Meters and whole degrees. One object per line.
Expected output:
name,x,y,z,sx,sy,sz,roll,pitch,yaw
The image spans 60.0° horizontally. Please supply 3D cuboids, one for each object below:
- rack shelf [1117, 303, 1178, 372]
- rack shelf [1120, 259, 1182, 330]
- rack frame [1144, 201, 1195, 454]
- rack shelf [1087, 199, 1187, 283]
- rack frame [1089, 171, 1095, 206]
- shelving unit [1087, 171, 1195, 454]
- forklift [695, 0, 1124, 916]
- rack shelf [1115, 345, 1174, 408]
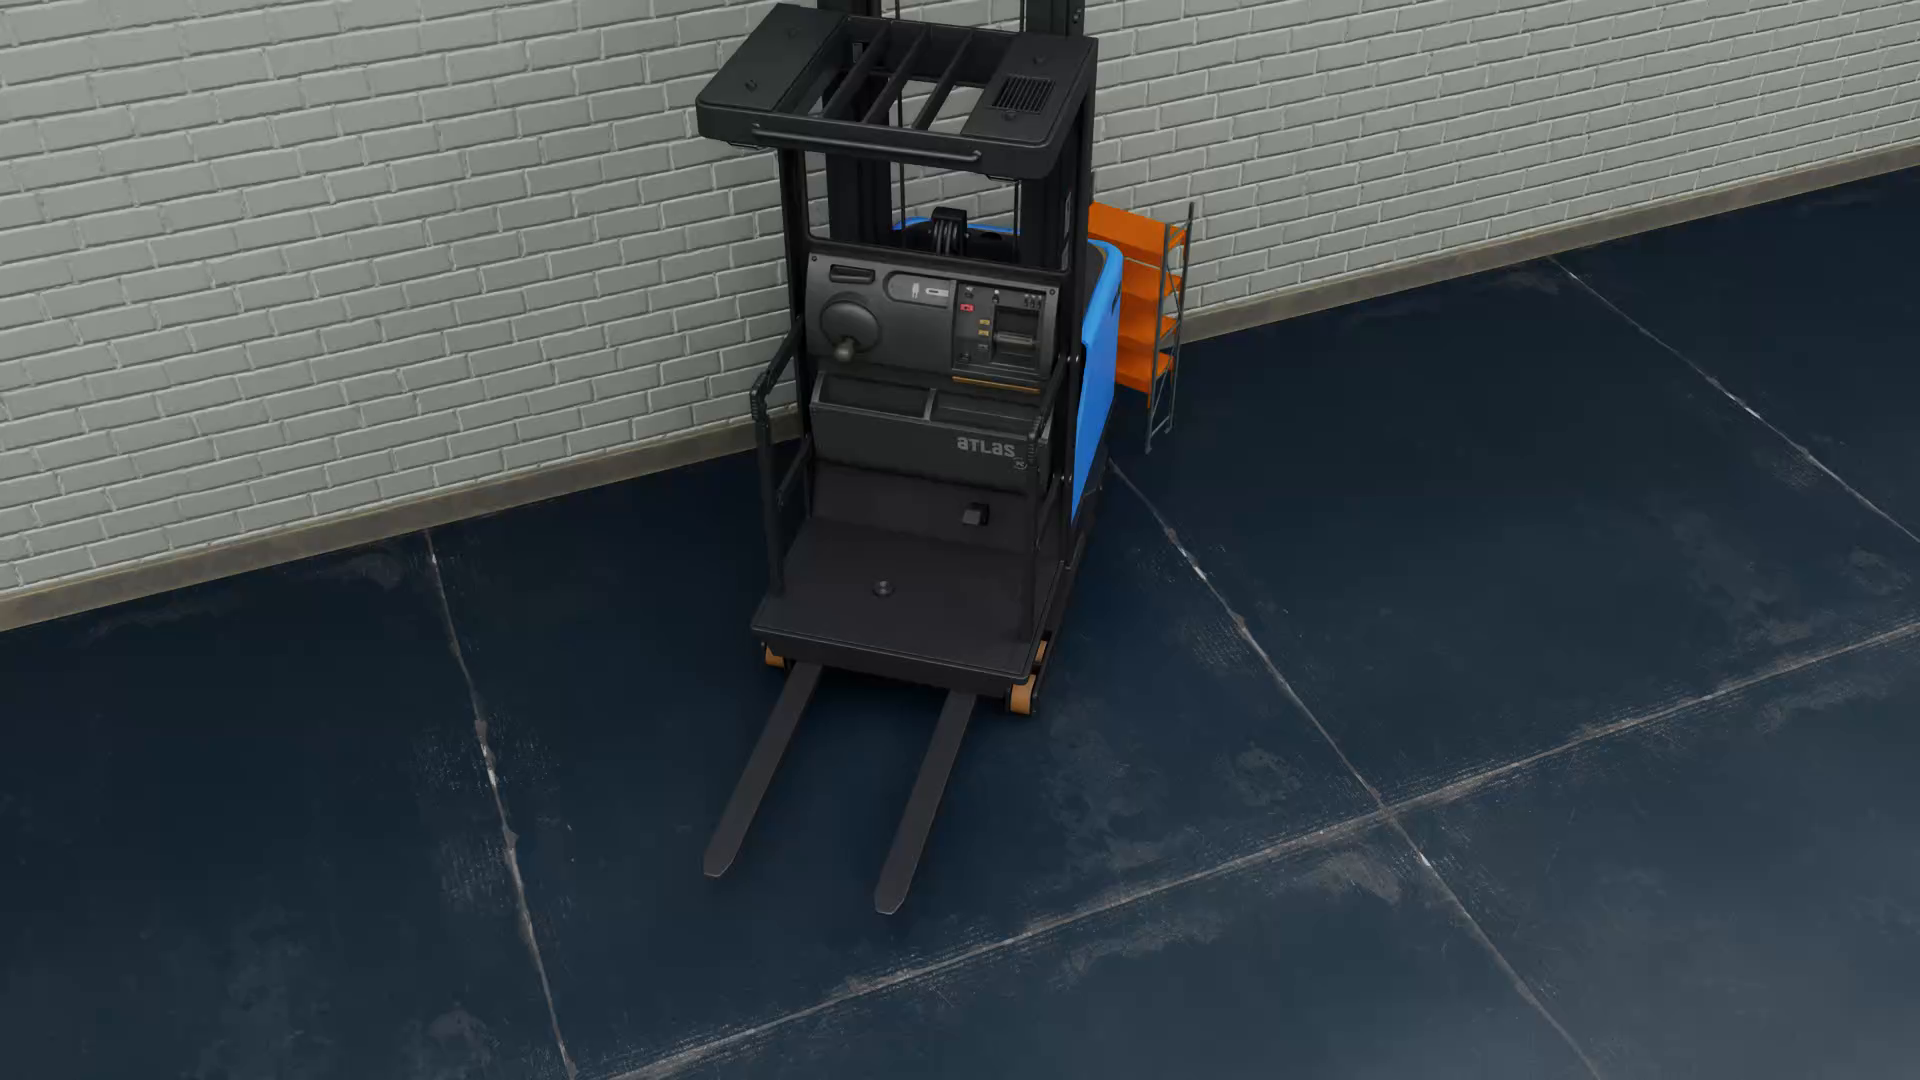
rack shelf,0.724,-0.957,7.546,0.480,0.148,0.258,23,46,25
rack shelf,0.724,-1.127,7.400,0.480,0.148,0.258,23,46,25
rack frame,0.928,-0.921,7.401,0.015,1.200,0.240,23,46,25
rack shelf,0.724,-1.306,7.246,0.480,0.148,0.258,23,46,25
rack frame,0.520,-1.095,7.604,0.015,1.200,0.240,23,46,25
shelving unit,0.724,-1.008,7.502,0.503,1.200,0.258,23,46,25
forklift,-0.159,-0.717,5.836,1.130,2.935,3.031,10,42,11
rack shelf,0.724,-0.807,7.676,0.480,0.148,0.258,23,46,25
